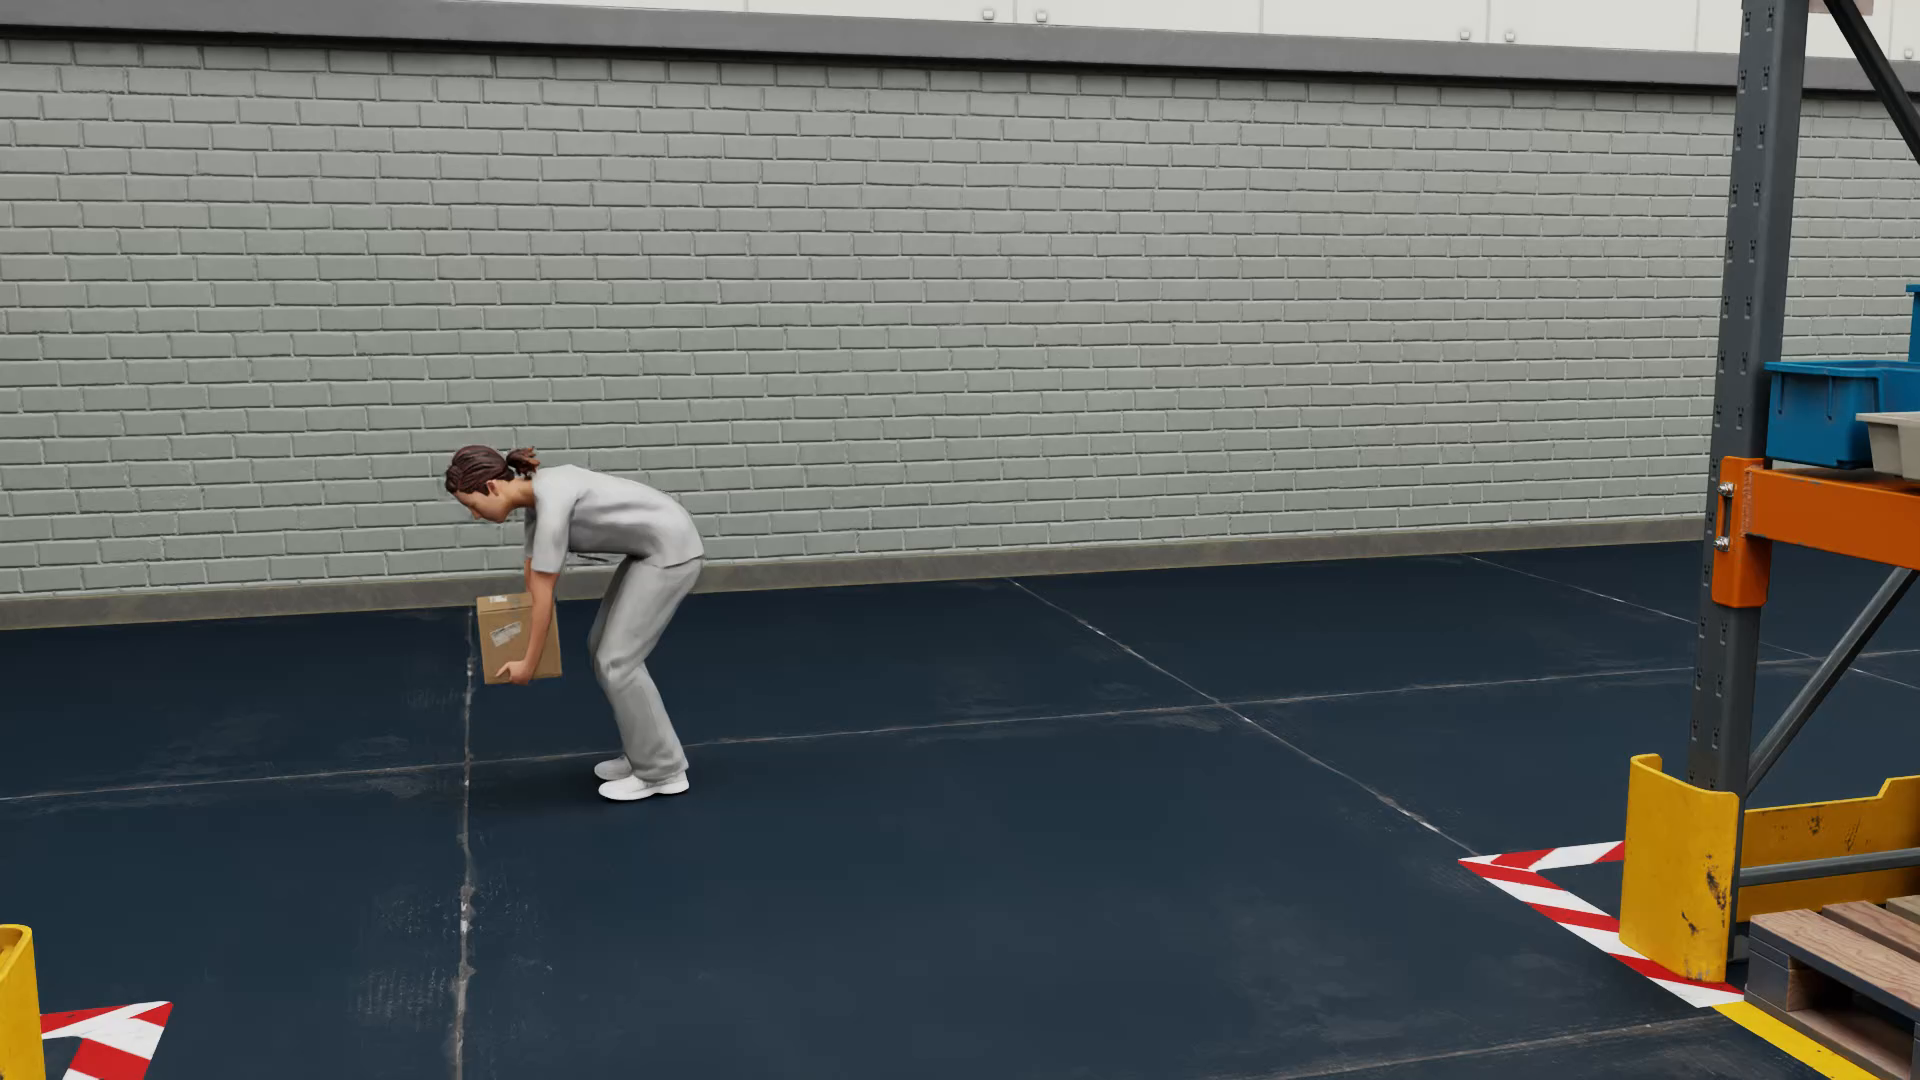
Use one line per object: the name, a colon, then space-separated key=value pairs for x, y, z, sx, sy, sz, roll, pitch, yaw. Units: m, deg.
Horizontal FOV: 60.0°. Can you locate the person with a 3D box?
person: x=-1.293 y=0.271 z=5.656 sx=0.834 sy=1.216 sz=0.434 roll=-3 pitch=10 yaw=-18
